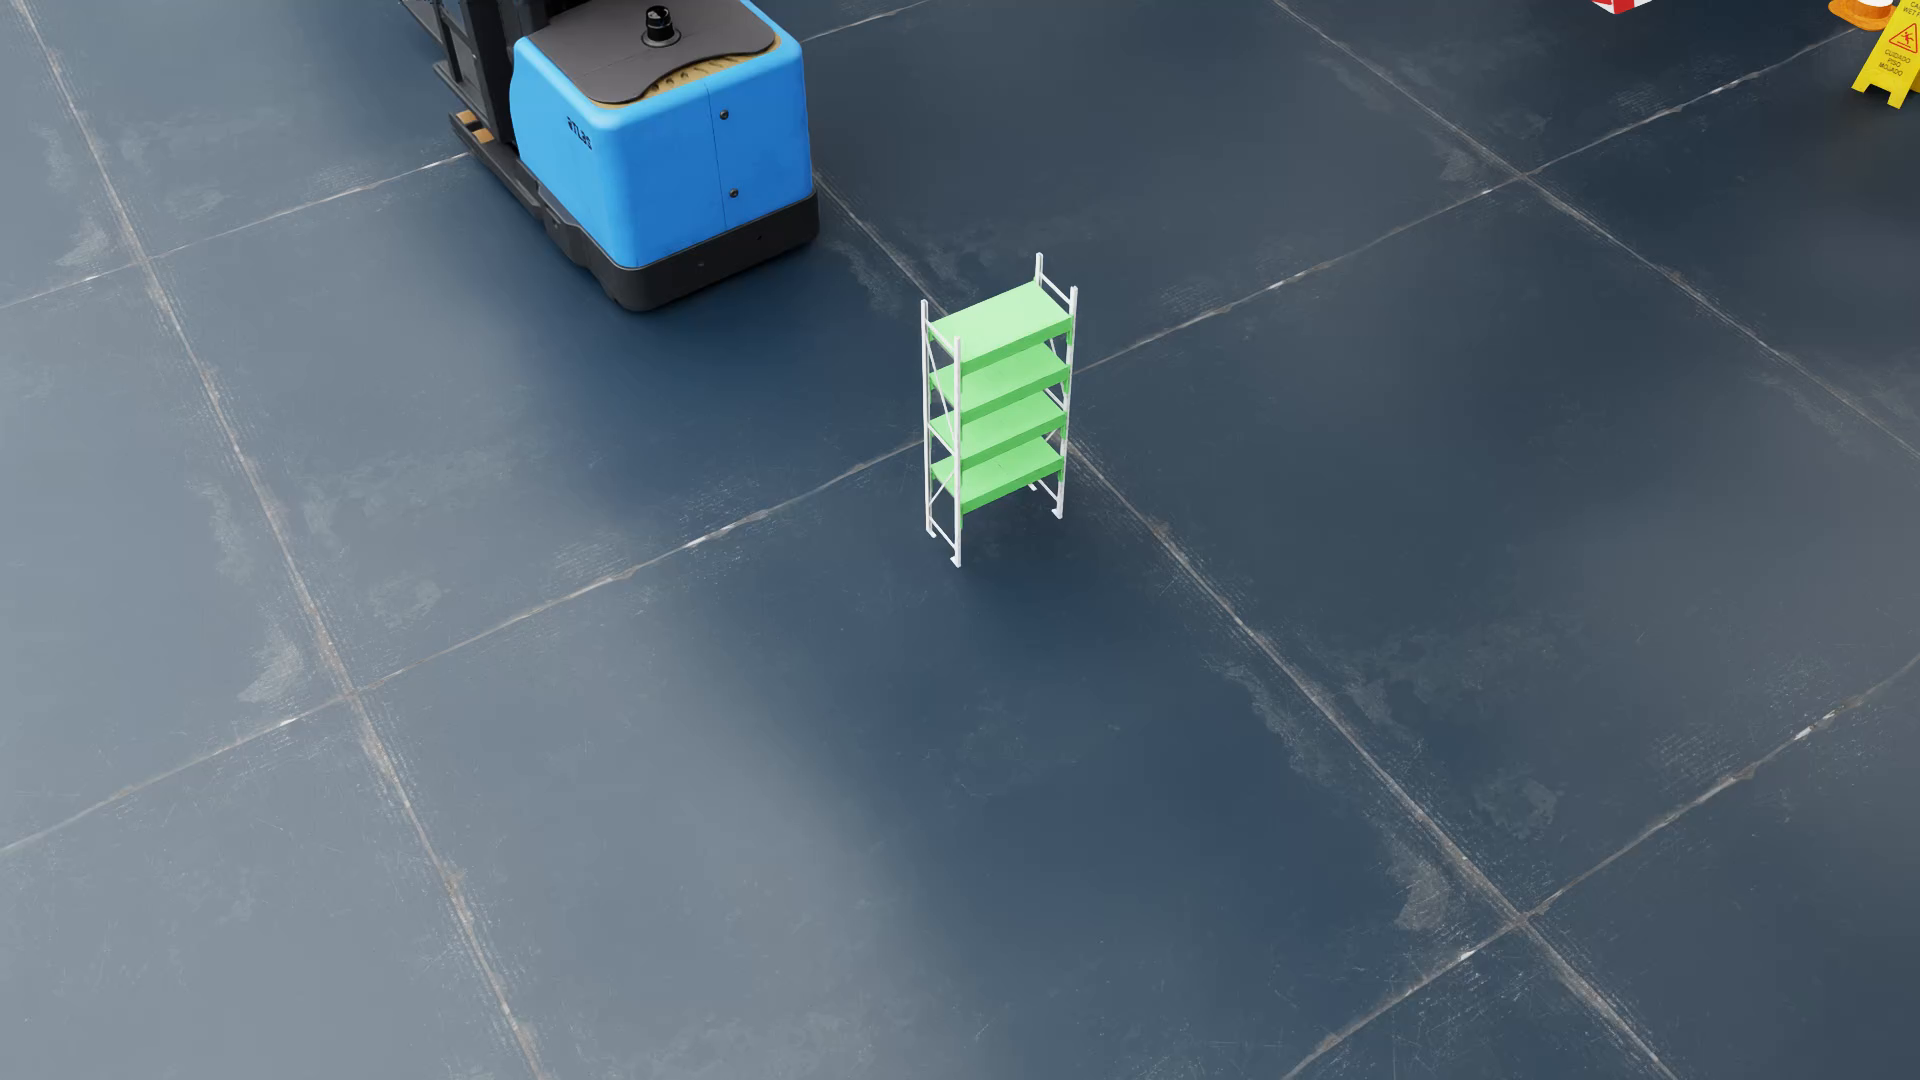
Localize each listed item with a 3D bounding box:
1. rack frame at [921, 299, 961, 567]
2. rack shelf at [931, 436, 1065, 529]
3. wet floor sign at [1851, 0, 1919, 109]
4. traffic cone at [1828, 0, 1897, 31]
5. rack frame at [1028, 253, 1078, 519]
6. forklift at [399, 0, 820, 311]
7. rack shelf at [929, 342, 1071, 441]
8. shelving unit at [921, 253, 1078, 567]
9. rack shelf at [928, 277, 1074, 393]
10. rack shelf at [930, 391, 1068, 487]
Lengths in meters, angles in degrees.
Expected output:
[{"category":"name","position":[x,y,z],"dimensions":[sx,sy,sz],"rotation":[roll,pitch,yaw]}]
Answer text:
[{"category":"rack frame","position":[-0.066,-0.368,6.219],"dimensions":[0.015,1.200,0.240],"rotation":[-25,53,-21]},{"category":"rack shelf","position":[0.140,-0.263,6.533],"dimensions":[0.480,0.148,0.258],"rotation":[-25,53,-21]},{"category":"wet floor sign","position":[4.910,-2.600,8.578],"dimensions":[0.232,0.644,0.267],"rotation":[-34,57,-27]},{"category":"traffic cone","position":[5.085,-3.116,9.160],"dimensions":[0.334,0.463,0.336],"rotation":[-25,53,-21]},{"category":"rack frame","position":[0.346,-0.562,6.393],"dimensions":[0.015,1.200,0.240],"rotation":[-25,53,-21]},{"category":"forklift","position":[-1.936,-3.074,7.470],"dimensions":[1.130,2.935,3.031],"rotation":[-28,54,-23]},{"category":"rack shelf","position":[0.140,-0.582,6.174],"dimensions":[0.480,0.148,0.258],"rotation":[-25,53,-21]},{"category":"shelving unit","position":[0.140,-0.465,6.306],"dimensions":[0.503,1.200,0.258],"rotation":[-25,53,-21]},{"category":"rack shelf","position":[0.140,-0.742,5.995],"dimensions":[0.480,0.148,0.258],"rotation":[-25,53,-21]},{"category":"rack shelf","position":[0.140,-0.422,6.354],"dimensions":[0.480,0.148,0.258],"rotation":[-25,53,-21]}]
